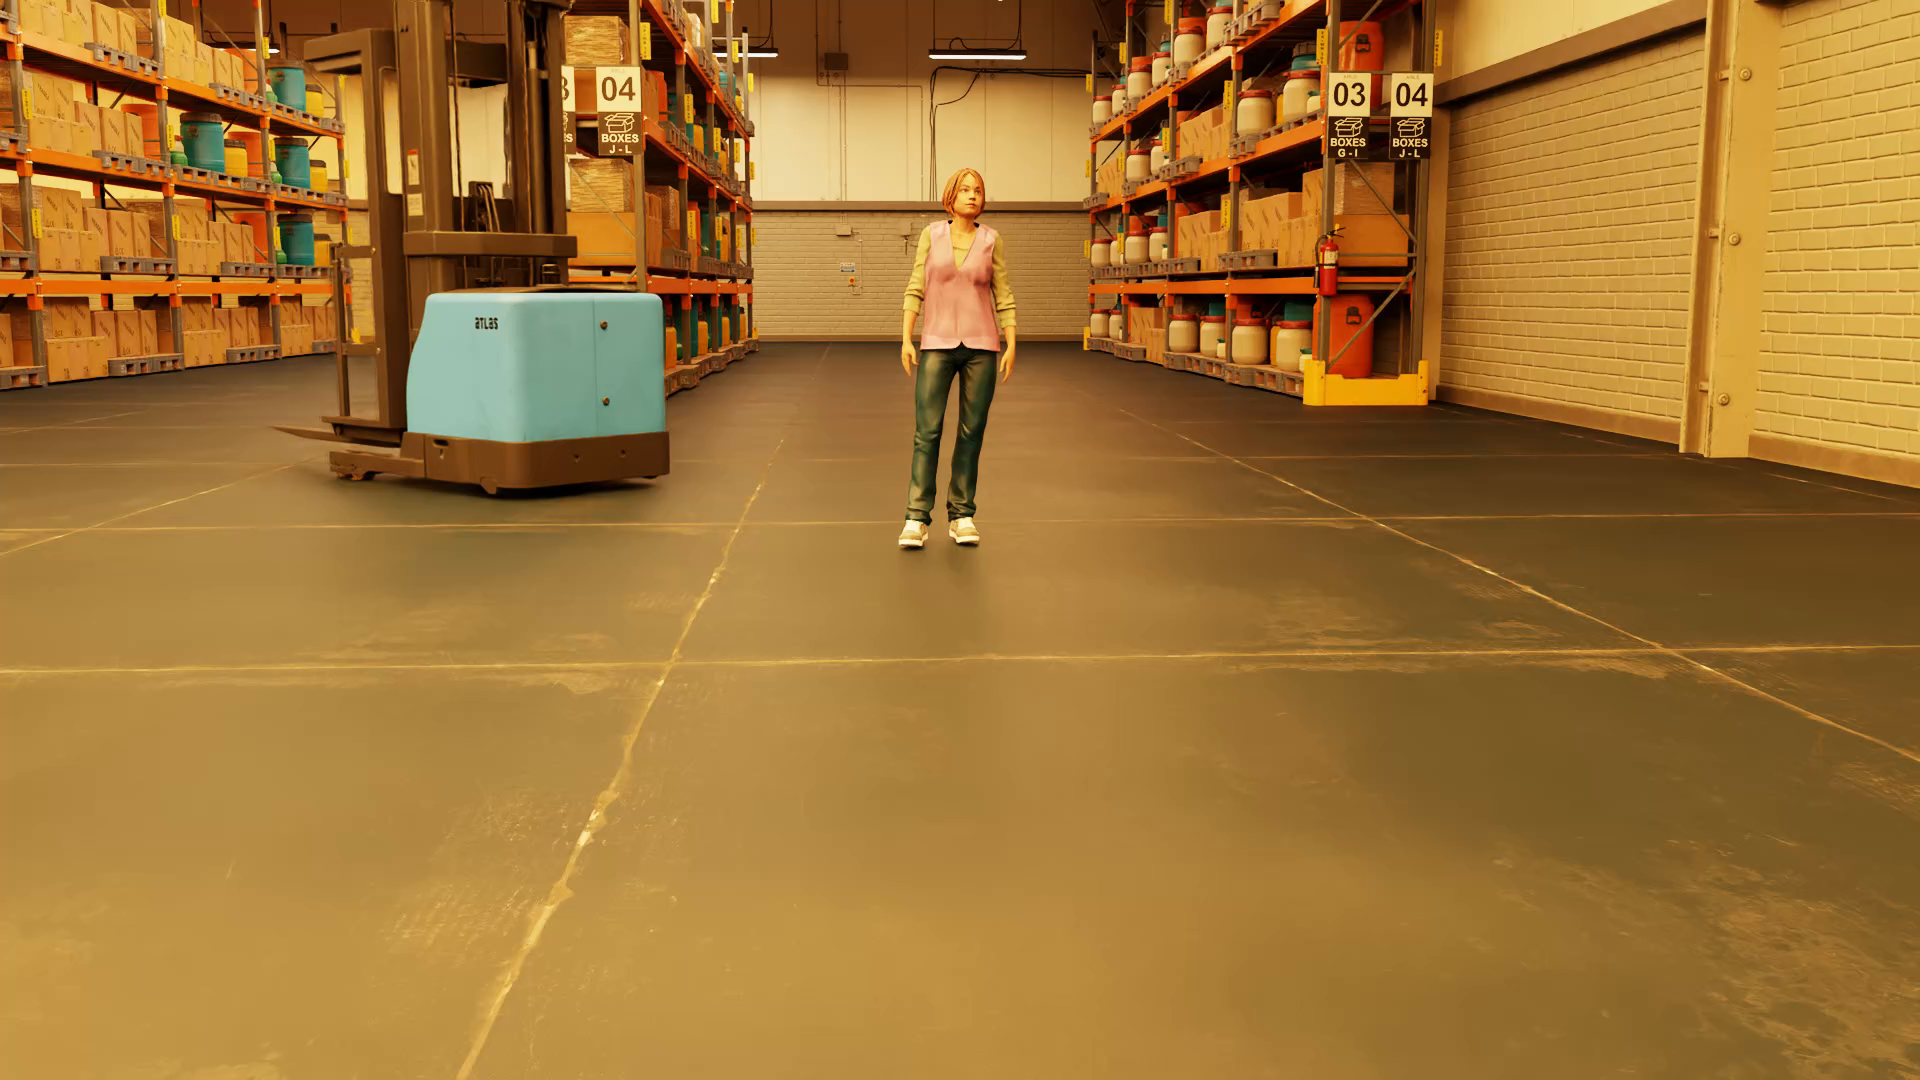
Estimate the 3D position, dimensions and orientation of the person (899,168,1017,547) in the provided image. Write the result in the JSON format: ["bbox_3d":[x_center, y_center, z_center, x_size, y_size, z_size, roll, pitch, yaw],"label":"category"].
[{"bbox_3d":[-0.009,-0.786,7.117,0.521,1.599,0.473,-1,8,-4],"label":"person"}]

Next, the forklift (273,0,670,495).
[{"bbox_3d":[-3.062,-1.842,9.740,3.031,2.935,1.130,7,11,41],"label":"forklift"}]
